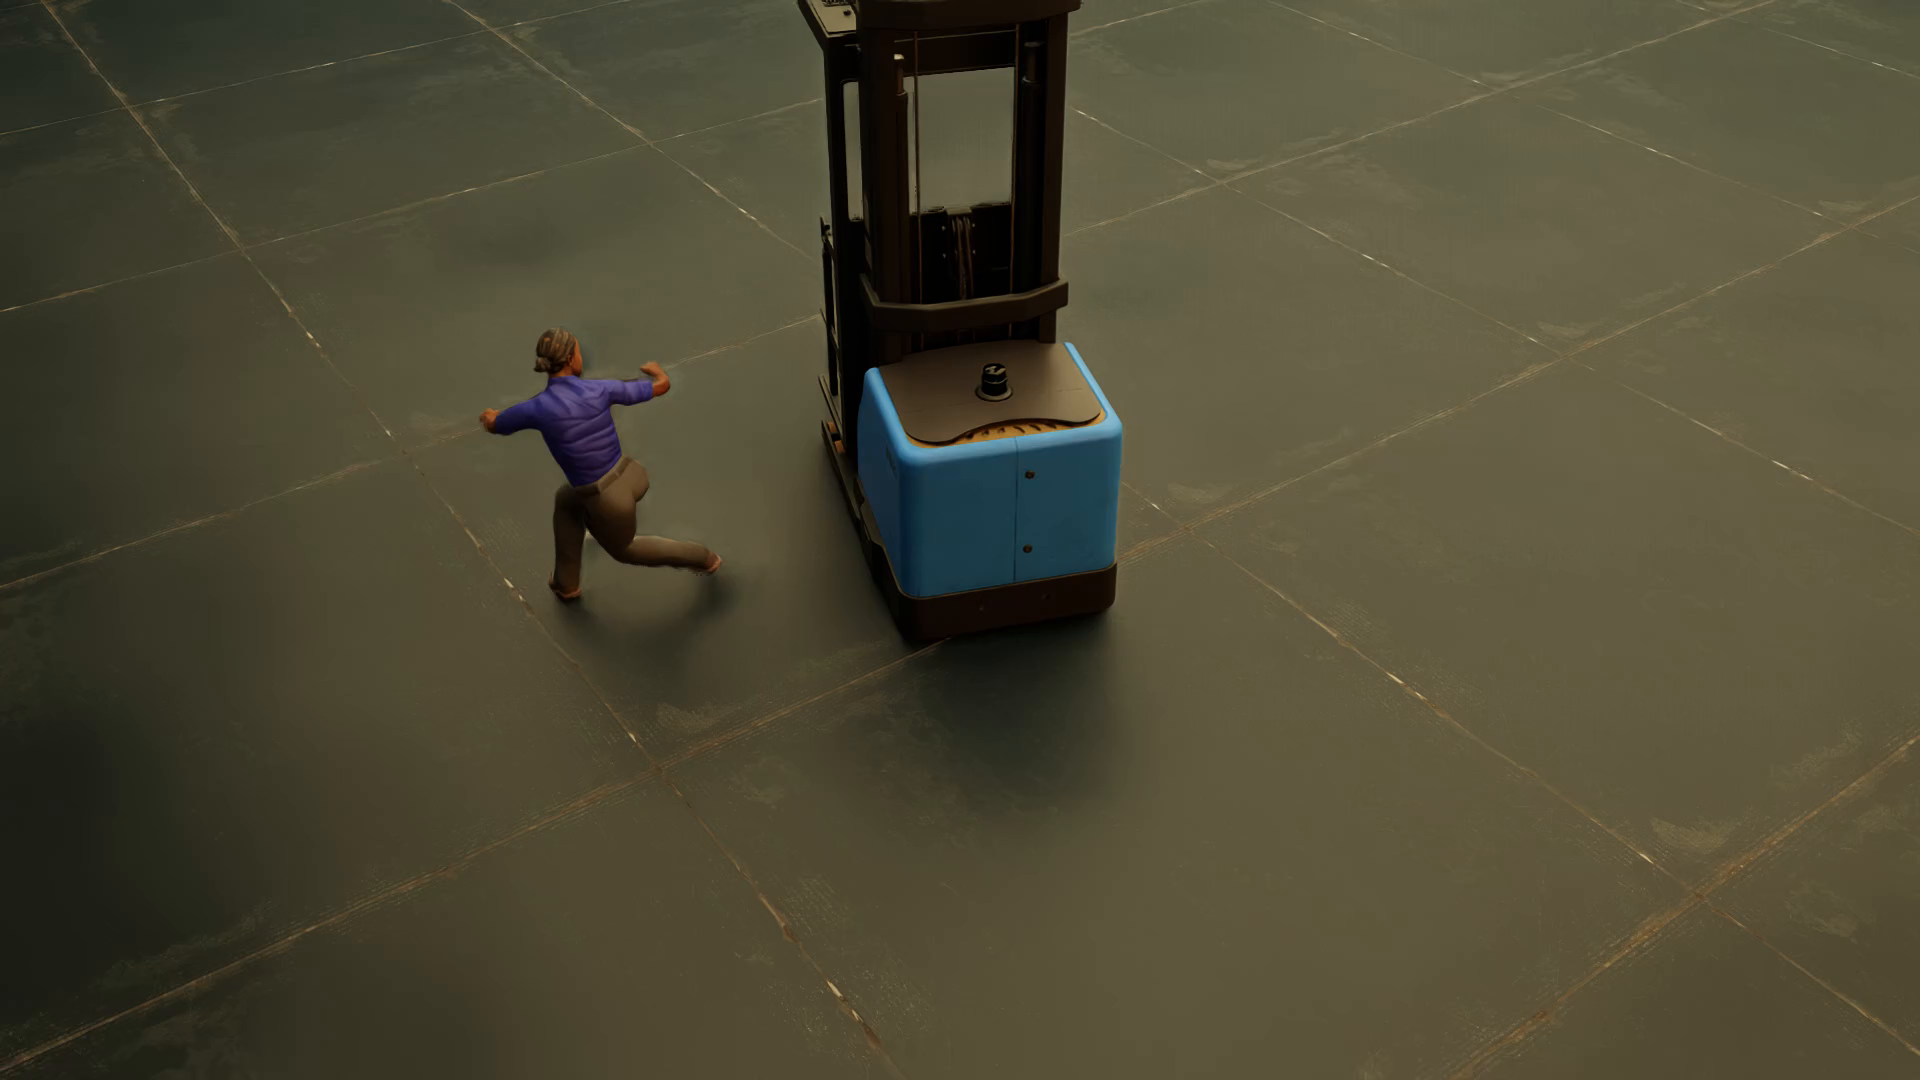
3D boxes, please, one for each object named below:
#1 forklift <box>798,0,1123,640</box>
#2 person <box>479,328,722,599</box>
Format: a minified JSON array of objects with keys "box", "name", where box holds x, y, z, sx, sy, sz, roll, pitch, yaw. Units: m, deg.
[{"box":[-0.126,-1.595,8.102,1.130,2.935,3.031,-9,37,-12],"name":"forklift"},{"box":[-1.700,-0.396,7.789,1.088,1.446,0.827,20,41,24],"name":"person"}]
